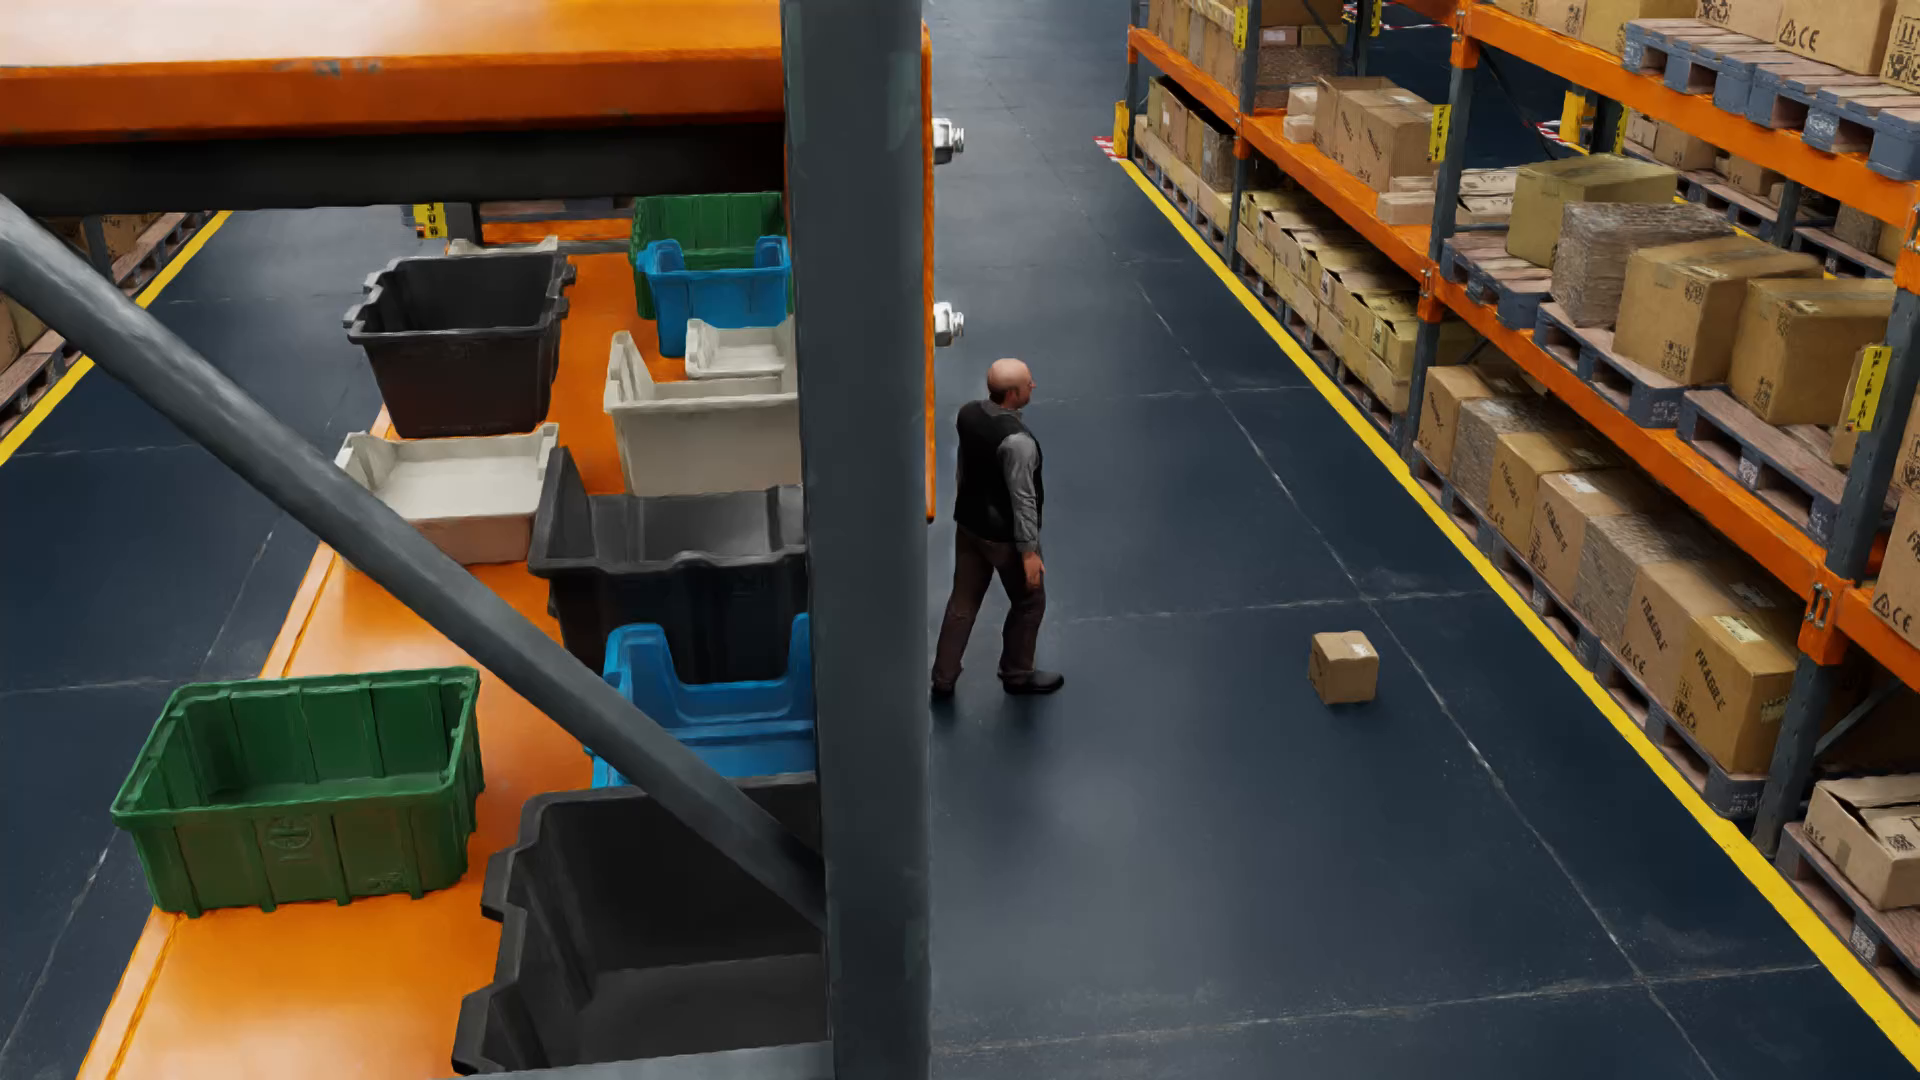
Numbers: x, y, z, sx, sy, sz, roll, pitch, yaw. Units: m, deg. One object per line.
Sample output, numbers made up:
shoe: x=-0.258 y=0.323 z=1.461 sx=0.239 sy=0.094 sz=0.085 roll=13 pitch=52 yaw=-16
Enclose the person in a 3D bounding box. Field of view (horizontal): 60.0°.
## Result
person: x=0.178 y=-0.026 z=7.703 sx=0.607 sy=1.716 sz=0.634 roll=-18 pitch=32 yaw=-32
